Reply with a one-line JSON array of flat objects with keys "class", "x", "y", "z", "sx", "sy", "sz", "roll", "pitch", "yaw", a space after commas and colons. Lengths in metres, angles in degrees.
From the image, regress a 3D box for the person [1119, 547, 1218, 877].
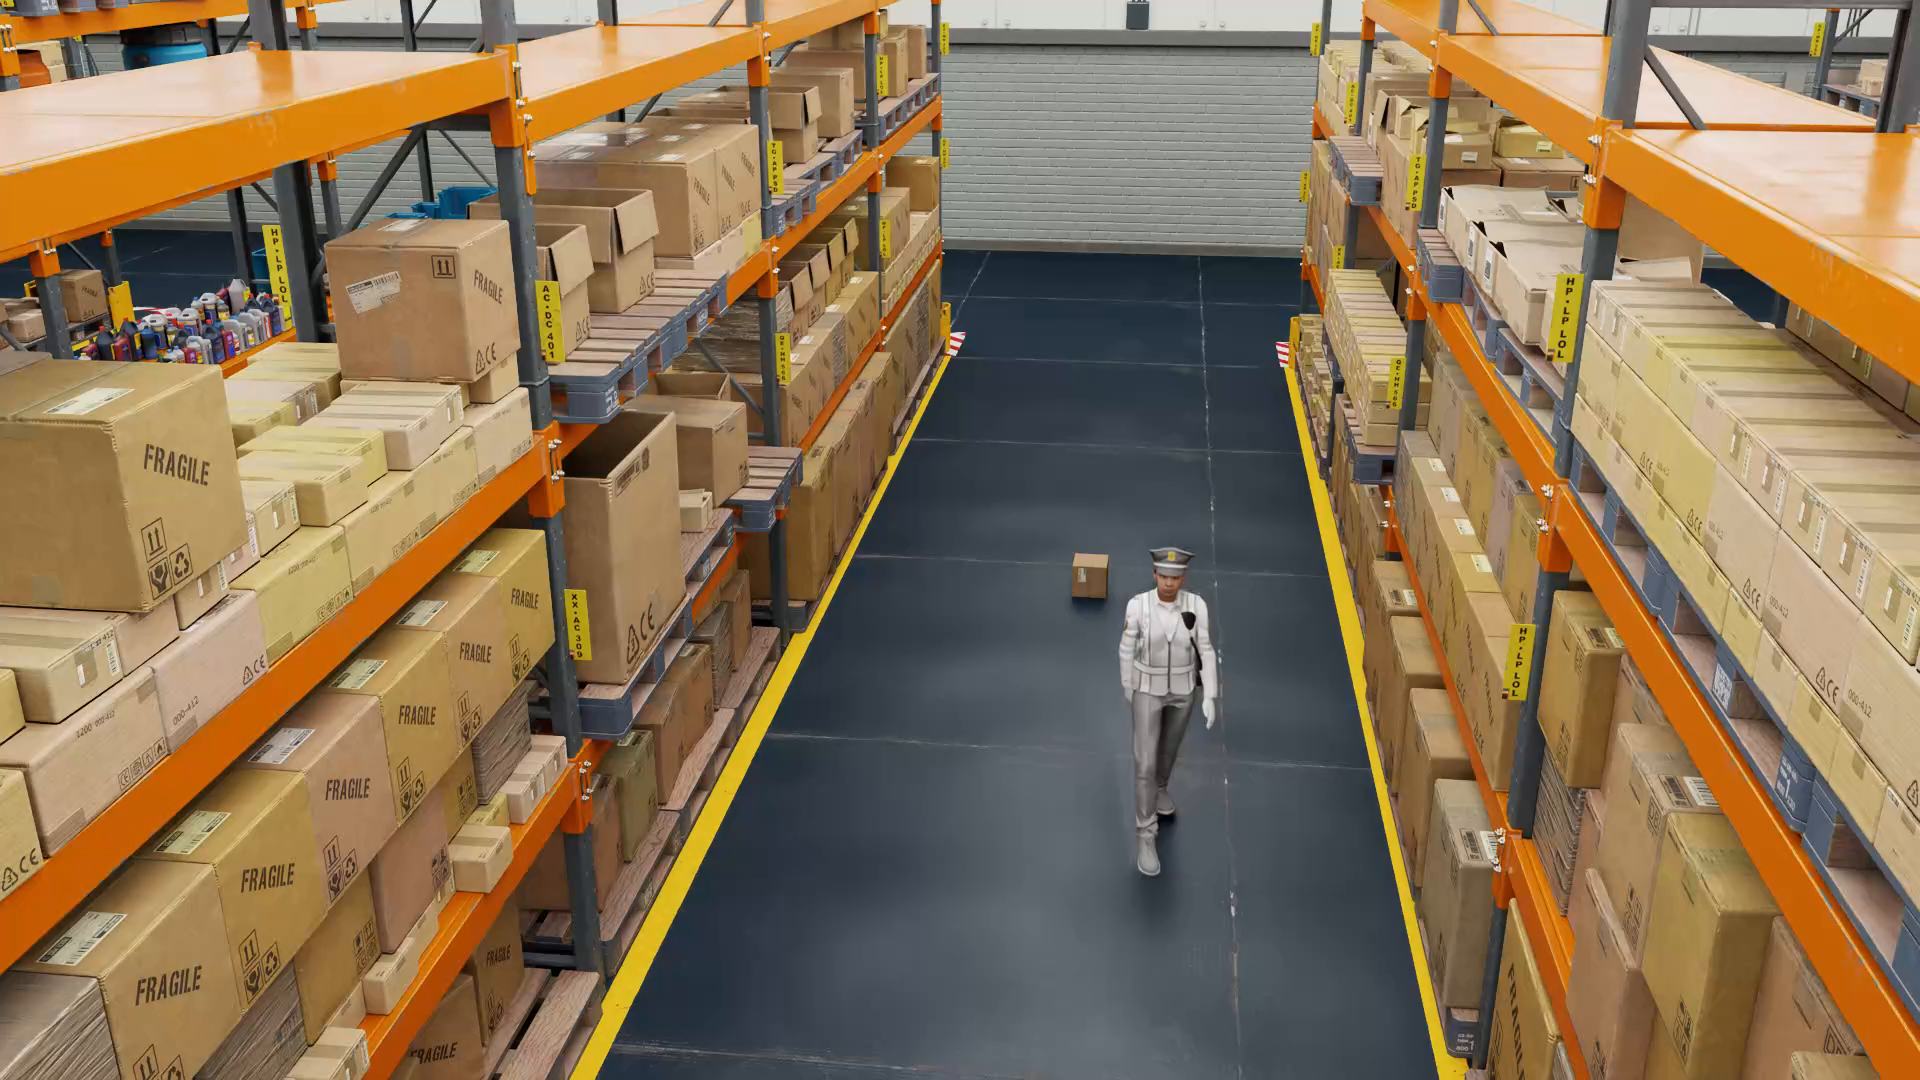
[{"class": "person", "x": 1.119, "y": 0.843, "z": 8.868, "sx": 0.496, "sy": 1.675, "sz": 0.849, "roll": -2, "pitch": 21, "yaw": -4}]
